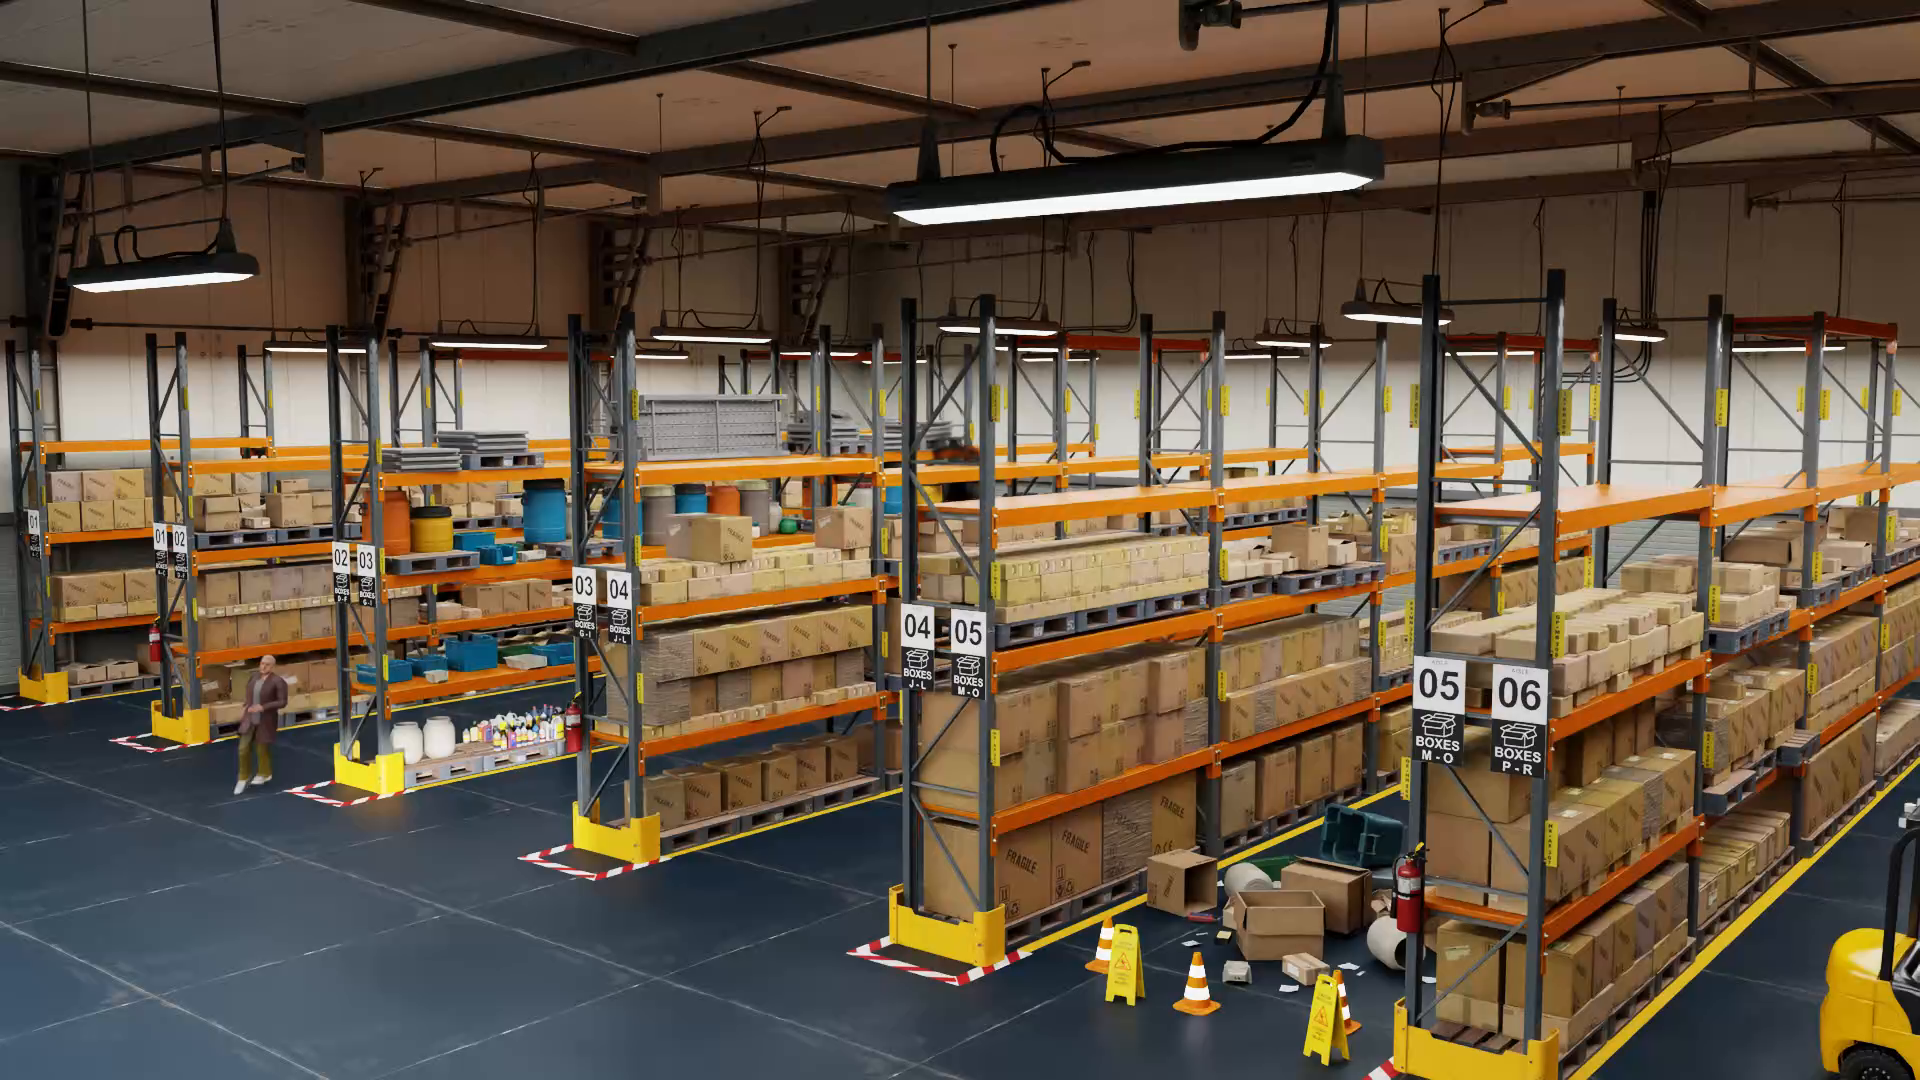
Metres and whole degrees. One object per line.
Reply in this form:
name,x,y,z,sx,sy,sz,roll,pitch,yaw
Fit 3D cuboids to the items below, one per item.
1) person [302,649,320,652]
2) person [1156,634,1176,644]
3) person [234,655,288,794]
person,-10.915,1.792,28.099,0.678,1.729,0.643,5,7,42
person,2.962,1.992,24.264,0.531,1.506,0.513,3,6,32
person,-8.990,2.376,21.481,0.693,1.809,0.734,0,5,3
